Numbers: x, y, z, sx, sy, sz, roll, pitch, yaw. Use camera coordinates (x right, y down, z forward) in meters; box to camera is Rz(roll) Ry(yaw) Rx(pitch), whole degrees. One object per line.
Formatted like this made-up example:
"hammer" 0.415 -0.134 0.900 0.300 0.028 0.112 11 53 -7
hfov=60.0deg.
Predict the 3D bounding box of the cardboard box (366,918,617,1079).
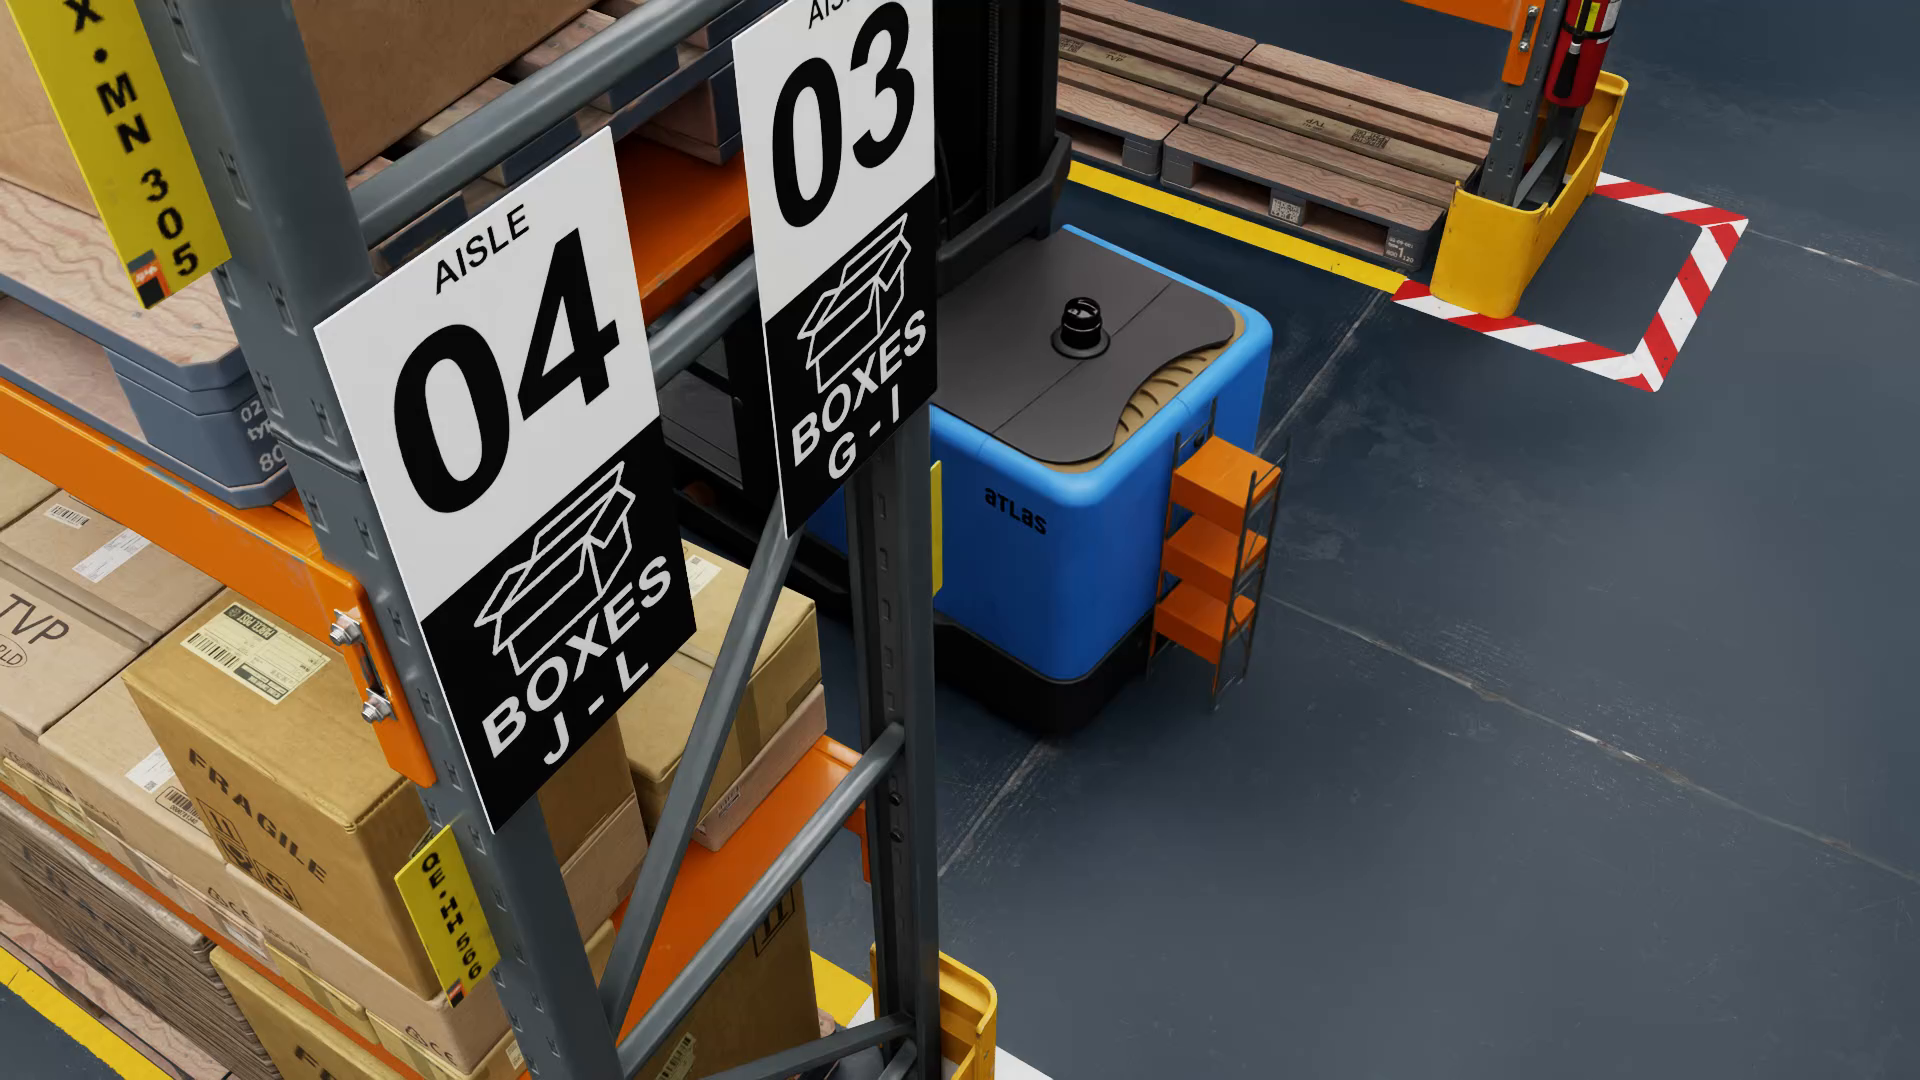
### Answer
"cardboard box" -0.844 0.813 3.043 0.250 0.149 0.380 26 51 23

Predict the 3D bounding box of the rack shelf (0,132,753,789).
"rack shelf" -2.050 -0.904 2.947 4.000 0.370 1.077 25 51 22

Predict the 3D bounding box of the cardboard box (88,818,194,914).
"cardboard box" -1.485 0.518 3.330 0.250 0.149 0.380 26 51 23

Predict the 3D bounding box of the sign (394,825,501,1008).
"sign" -0.671 0.501 2.199 0.005 0.325 0.100 25 51 22

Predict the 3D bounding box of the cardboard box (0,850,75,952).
"cardboard box" -2.463 0.362 4.495 0.875 0.875 0.875 25 51 22

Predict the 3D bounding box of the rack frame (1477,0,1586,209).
"rack frame" 2.308 -2.325 5.918 0.127 3.000 1.000 25 51 22

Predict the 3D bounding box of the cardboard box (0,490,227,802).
"cardboard box" -1.773 0.192 3.369 0.500 0.250 0.500 23 50 21

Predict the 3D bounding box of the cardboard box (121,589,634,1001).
"cardboard box" -0.918 0.322 2.720 0.500 0.500 0.500 25 51 23

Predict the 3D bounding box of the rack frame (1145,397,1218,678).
"rack frame" 0.660 0.019 4.999 0.008 1.050 0.200 30 53 26

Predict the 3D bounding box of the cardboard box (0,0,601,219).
"cardboard box" -0.833 -0.766 1.879 0.500 0.500 0.700 22 50 20

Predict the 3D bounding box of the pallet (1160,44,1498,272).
"pallet" 1.635 -1.696 7.251 1.213 0.211 1.003 25 51 22

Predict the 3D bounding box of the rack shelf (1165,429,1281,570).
"rack shelf" 0.754 -0.116 4.750 0.240 0.259 0.215 30 53 26

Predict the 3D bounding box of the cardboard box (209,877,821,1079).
"cardboard box" -0.948 1.059 3.818 0.875 0.875 0.875 25 51 22

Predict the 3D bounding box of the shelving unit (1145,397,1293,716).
"shelving unit" 0.754 0.074 4.946 0.252 1.050 0.215 30 53 26

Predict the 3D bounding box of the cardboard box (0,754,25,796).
"cardboard box" -1.923 0.319 3.524 0.250 0.149 0.380 25 51 22

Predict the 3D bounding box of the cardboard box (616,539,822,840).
"cardboard box" -0.624 0.264 3.299 0.500 0.250 0.500 23 50 21

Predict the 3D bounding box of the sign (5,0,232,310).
"sign" -0.671 -0.339 1.335 0.005 0.325 0.100 25 51 22

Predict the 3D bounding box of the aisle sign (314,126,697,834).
"aisle sign" -0.468 -0.032 1.877 0.004 0.787 0.394 25 51 22

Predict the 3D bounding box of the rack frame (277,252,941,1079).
"rack frame" -0.366 0.665 3.013 0.127 3.000 1.000 25 51 22

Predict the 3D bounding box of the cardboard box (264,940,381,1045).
"cardboard box" -1.063 0.714 3.140 0.250 0.149 0.380 25 51 22

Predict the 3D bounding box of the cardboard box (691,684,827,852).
"cardboard box" -0.487 0.416 3.430 0.250 0.149 0.380 25 51 23

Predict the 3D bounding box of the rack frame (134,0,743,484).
"rack frame" -0.366 -1.426 0.861 0.127 3.000 1.000 25 51 22

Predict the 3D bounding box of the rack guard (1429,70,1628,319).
"rack guard" 2.335 -1.453 6.813 0.348 0.500 1.175 25 51 22

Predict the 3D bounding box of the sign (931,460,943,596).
"sign" -0.062 0.003 2.997 0.005 0.325 0.100 25 51 22

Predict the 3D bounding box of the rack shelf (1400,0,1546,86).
"rack shelf" 0.624 -2.849 6.928 4.000 0.370 1.077 25 51 22

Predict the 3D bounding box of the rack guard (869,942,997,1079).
"rack guard" -0.346 1.545 3.900 0.348 0.500 1.175 25 51 22

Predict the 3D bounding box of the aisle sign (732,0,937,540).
"aisle sign" -0.144 -0.395 2.229 0.004 0.787 0.394 25 51 22

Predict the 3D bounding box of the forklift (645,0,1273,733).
"forklift" -0.522 -1.325 4.994 3.031 2.935 1.130 30 53 26

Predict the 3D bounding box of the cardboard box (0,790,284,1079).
"cardboard box" -1.714 0.707 4.160 0.875 0.875 0.875 25 51 22

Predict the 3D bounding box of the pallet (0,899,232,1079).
"pallet" -2.104 0.901 4.727 1.213 0.211 1.003 25 51 22

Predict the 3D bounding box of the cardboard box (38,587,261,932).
"cardboard box" -1.344 0.389 3.178 0.500 0.250 0.500 24 50 21

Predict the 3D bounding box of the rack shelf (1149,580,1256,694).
"rack shelf" 0.754 0.275 5.153 0.240 0.259 0.215 30 53 26

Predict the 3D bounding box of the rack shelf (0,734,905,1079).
"rack shelf" -2.050 0.141 4.023 4.000 0.370 1.077 25 51 22

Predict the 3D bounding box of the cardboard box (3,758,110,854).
"cardboard box" -1.704 0.419 3.427 0.250 0.149 0.380 24 50 21

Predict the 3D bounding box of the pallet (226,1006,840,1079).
"pallet" -1.081 1.374 4.268 1.213 0.211 1.003 25 51 22

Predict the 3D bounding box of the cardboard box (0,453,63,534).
"cardboard box" -2.213 -0.007 3.562 0.500 0.250 0.500 25 51 22

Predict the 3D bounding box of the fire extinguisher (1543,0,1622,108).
"fire extinguisher" 2.189 -1.836 5.756 0.183 0.674 0.296 25 51 22

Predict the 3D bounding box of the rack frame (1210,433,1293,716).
"rack frame" 0.849 0.129 4.892 0.008 1.050 0.200 30 53 26

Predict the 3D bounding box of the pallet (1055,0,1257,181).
"pallet" 0.612 -2.169 7.711 1.213 0.211 1.003 25 51 22

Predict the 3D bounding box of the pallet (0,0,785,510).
"pallet" -0.996 -0.631 2.242 1.213 0.211 1.003 25 51 22

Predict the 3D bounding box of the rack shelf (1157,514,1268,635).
"rack shelf" 0.754 0.082 4.953 0.240 0.259 0.215 30 53 26

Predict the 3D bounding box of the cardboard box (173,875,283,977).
"cardboard box" -1.275 0.615 3.236 0.250 0.149 0.380 25 51 22

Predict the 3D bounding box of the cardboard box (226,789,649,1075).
"cardboard box" -0.917 0.586 2.986 0.500 0.250 0.500 24 50 22
